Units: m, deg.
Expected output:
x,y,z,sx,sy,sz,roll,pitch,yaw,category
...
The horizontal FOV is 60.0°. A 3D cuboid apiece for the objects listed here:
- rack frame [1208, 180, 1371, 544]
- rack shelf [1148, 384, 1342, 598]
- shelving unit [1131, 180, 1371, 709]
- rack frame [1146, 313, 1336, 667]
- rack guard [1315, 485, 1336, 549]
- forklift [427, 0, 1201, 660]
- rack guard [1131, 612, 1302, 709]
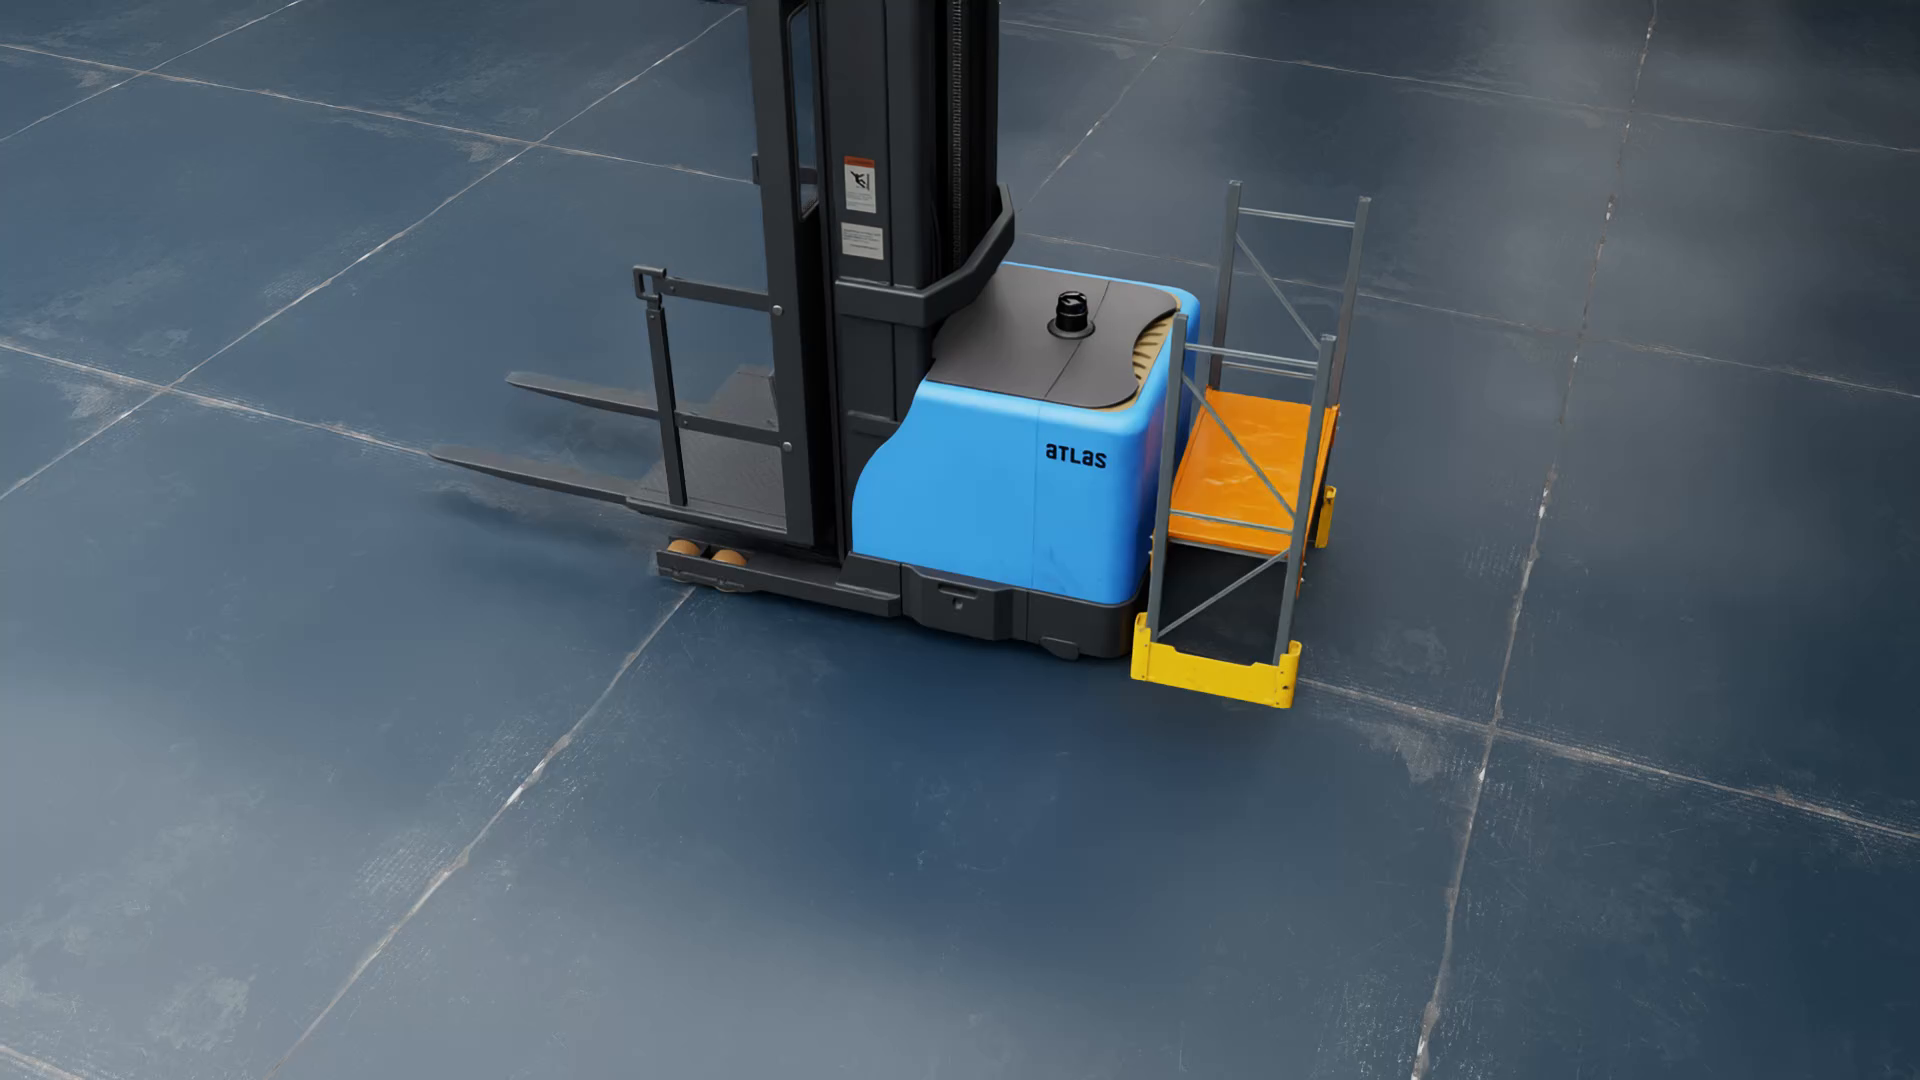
x,y,z,sx,sy,sz,roll,pitch,yaw,category
1.206,-0.639,6.352,0.500,1.500,0.032,10,38,14,rack frame
1.056,-0.204,6.071,0.538,0.185,1.000,10,38,14,rack shelf
1.059,-0.353,5.970,0.587,1.500,1.083,10,38,14,shelving unit
0.906,-0.057,5.574,0.500,1.500,0.032,10,38,14,rack frame
1.206,-0.138,6.725,0.587,0.250,0.087,10,38,14,rack guard
-0.662,-1.256,5.982,3.031,2.935,1.130,11,38,15,forklift
0.912,0.432,5.963,0.587,0.250,0.087,10,38,14,rack guard
